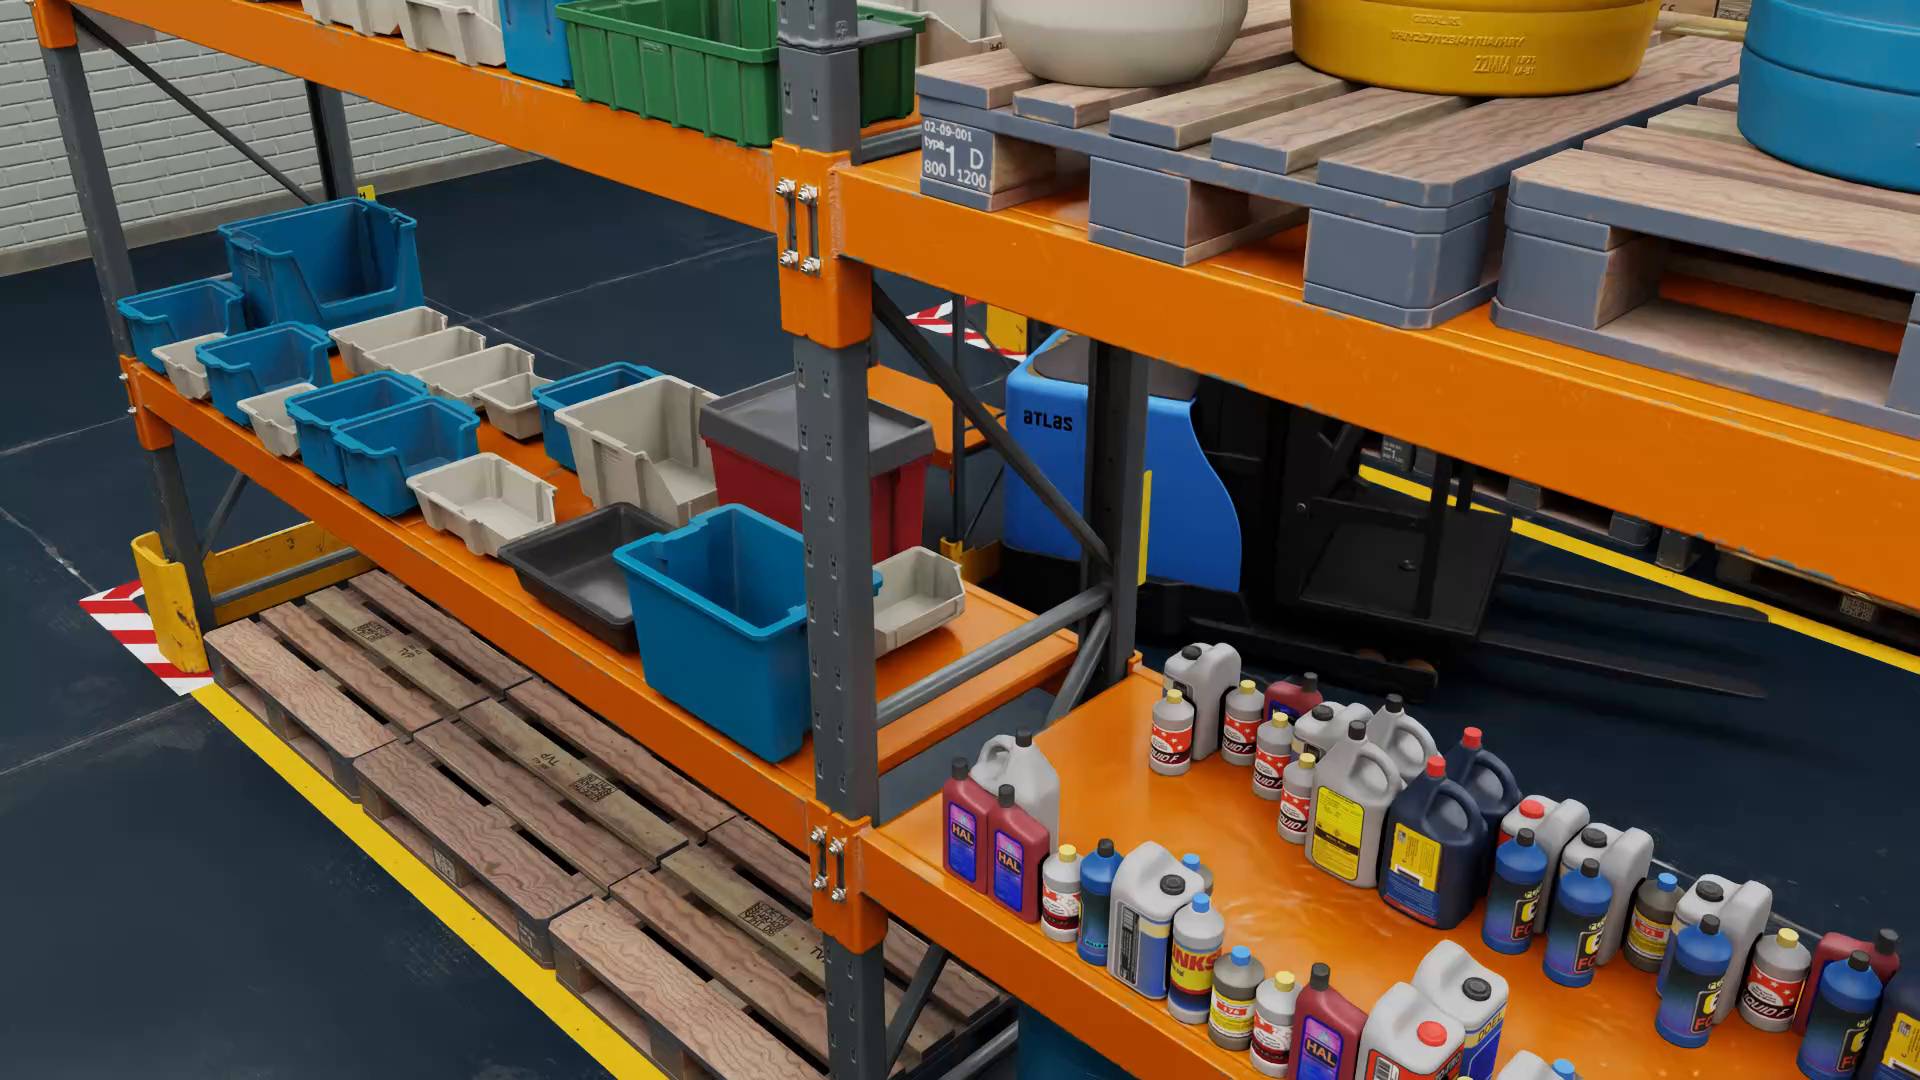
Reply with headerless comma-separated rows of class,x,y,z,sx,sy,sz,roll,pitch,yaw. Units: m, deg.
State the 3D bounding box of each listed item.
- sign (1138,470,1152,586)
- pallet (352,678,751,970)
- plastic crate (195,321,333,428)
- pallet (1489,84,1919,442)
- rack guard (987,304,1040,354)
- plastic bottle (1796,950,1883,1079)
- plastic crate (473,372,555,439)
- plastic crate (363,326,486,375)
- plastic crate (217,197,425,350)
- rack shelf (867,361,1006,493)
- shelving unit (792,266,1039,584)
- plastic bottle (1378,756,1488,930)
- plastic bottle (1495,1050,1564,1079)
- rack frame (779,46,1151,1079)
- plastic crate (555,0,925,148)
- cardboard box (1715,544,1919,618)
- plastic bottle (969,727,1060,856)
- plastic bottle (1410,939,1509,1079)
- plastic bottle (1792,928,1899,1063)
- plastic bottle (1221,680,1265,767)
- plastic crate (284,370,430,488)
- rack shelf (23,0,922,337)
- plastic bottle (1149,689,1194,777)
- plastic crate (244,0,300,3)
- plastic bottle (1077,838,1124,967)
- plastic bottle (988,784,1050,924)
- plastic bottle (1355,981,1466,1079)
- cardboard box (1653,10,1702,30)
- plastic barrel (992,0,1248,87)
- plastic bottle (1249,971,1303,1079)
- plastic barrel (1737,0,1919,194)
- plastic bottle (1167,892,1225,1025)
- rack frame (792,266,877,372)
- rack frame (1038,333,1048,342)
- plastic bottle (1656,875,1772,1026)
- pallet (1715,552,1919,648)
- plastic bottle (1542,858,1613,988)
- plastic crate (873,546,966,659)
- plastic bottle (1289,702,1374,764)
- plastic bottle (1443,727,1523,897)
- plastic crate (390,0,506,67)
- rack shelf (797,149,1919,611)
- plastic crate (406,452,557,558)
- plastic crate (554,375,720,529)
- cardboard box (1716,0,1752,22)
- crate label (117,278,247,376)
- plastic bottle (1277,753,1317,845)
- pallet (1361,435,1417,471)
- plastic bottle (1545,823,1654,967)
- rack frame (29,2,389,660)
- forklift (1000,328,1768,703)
sign,0.450,-0.017,4.263,0.005,0.325,0.100,25,36,38
pallet,-1.362,0.896,5.819,1.213,0.211,1.003,25,36,38
plastic crate,-2.374,-0.566,5.719,0.300,0.233,0.416,25,36,38
pallet,1.502,-0.365,2.200,1.213,0.211,1.003,25,36,38
rack guard,0.666,-1.563,10.186,0.348,0.500,1.175,25,36,38
plastic bottle,1.607,0.861,3.028,0.097,0.271,0.097,0,28,0
plastic crate,-1.444,-0.449,5.601,0.250,0.136,0.298,25,36,38
plastic crate,-1.884,-0.623,5.930,0.243,0.136,0.396,25,36,38
plastic crate,-2.419,-1.013,6.351,0.499,0.435,0.616,25,36,38
rack shelf,-0.213,-0.530,7.534,1.000,0.185,0.538,24,36,38
shelving unit,-0.220,-0.693,7.456,1.083,1.500,0.587,24,36,38
plastic bottle,0.979,0.608,3.423,0.185,0.351,0.144,25,36,38
plastic bottle,0.952,0.997,2.764,0.135,0.276,0.152,25,36,38
rack frame,0.063,0.287,3.981,0.127,3.000,1.000,25,36,38
plastic crate,-0.451,-0.985,3.404,0.662,0.188,0.450,25,36,38
cardboard box,4.006,-0.400,7.119,0.875,0.875,1.225,25,36,39
plastic bottle,0.116,0.544,3.545,0.185,0.351,0.144,25,36,38
plastic bottle,0.893,0.871,3.004,0.135,0.276,0.152,25,36,38
plastic bottle,1.649,0.824,3.086,0.133,0.283,0.061,25,36,38
plastic bottle,0.673,0.425,3.932,0.097,0.201,0.097,0,28,0
plastic crate,-1.905,-0.351,5.310,0.300,0.233,0.416,25,36,38
rack shelf,-1.363,-1.375,4.692,4.000,0.370,1.077,25,36,38
plastic bottle,0.497,0.444,3.897,0.097,0.201,0.097,0,28,0
plastic crate,-1.892,-1.729,4.658,0.767,0.338,0.504,25,36,38
plastic bottle,0.285,0.712,3.311,0.097,0.271,0.097,0,28,0
plastic bottle,0.121,0.643,3.429,0.133,0.283,0.061,25,36,38
plastic bottle,0.787,0.922,2.908,0.135,0.276,0.152,25,36,38
cardboard box,3.028,-2.158,7.667,0.500,0.500,0.500,25,36,38
plastic barrel,0.263,-1.032,2.669,0.433,0.535,0.433,0,28,0
plastic bottle,0.590,0.882,3.063,0.097,0.201,0.097,0,28,0
plastic barrel,1.388,-0.942,2.106,0.708,0.901,0.600,25,36,38
plastic bottle,0.451,0.788,3.167,0.097,0.271,0.097,0,28,0
rack frame,-0.579,-0.854,7.762,0.032,1.500,0.500,24,36,38
rack frame,0.684,-2.662,9.589,0.127,3.000,1.000,25,36,38
plastic bottle,1.452,0.767,3.202,0.135,0.276,0.152,25,36,38
pallet,4.139,0.104,7.325,1.213,0.211,1.003,25,36,38
plastic bottle,1.213,0.740,3.257,0.097,0.271,0.097,0,28,0
plastic crate,-0.168,0.178,4.408,0.243,0.136,0.396,25,36,38
plastic bottle,0.831,0.482,3.743,0.135,0.276,0.152,25,36,38
plastic bottle,1.080,0.560,3.514,0.185,0.351,0.144,25,36,38
plastic crate,-1.110,-1.213,3.893,0.466,0.136,0.293,25,36,38
rack shelf,1.489,-0.070,2.209,4.000,0.370,1.077,25,36,38
plastic crate,-1.389,-0.091,4.919,0.466,0.136,0.293,25,36,38
plastic crate,-0.896,-0.246,5.059,0.530,0.282,0.437,25,36,38
cardboard box,5.467,-3.718,11.171,0.500,0.500,0.500,23,36,37
crate label,-2.844,-0.781,6.127,0.303,0.233,0.416,25,36,38
plastic bottle,0.757,0.563,3.670,0.097,0.201,0.097,0,28,0
pallet,2.174,-0.795,9.035,1.213,0.211,1.003,25,36,38
plastic bottle,1.287,0.691,3.346,0.135,0.276,0.152,25,36,38
rack frame,-2.789,-1.018,6.463,0.127,3.000,1.000,25,36,38
forklift,1.736,-0.941,6.390,3.031,2.935,1.130,12,30,21
